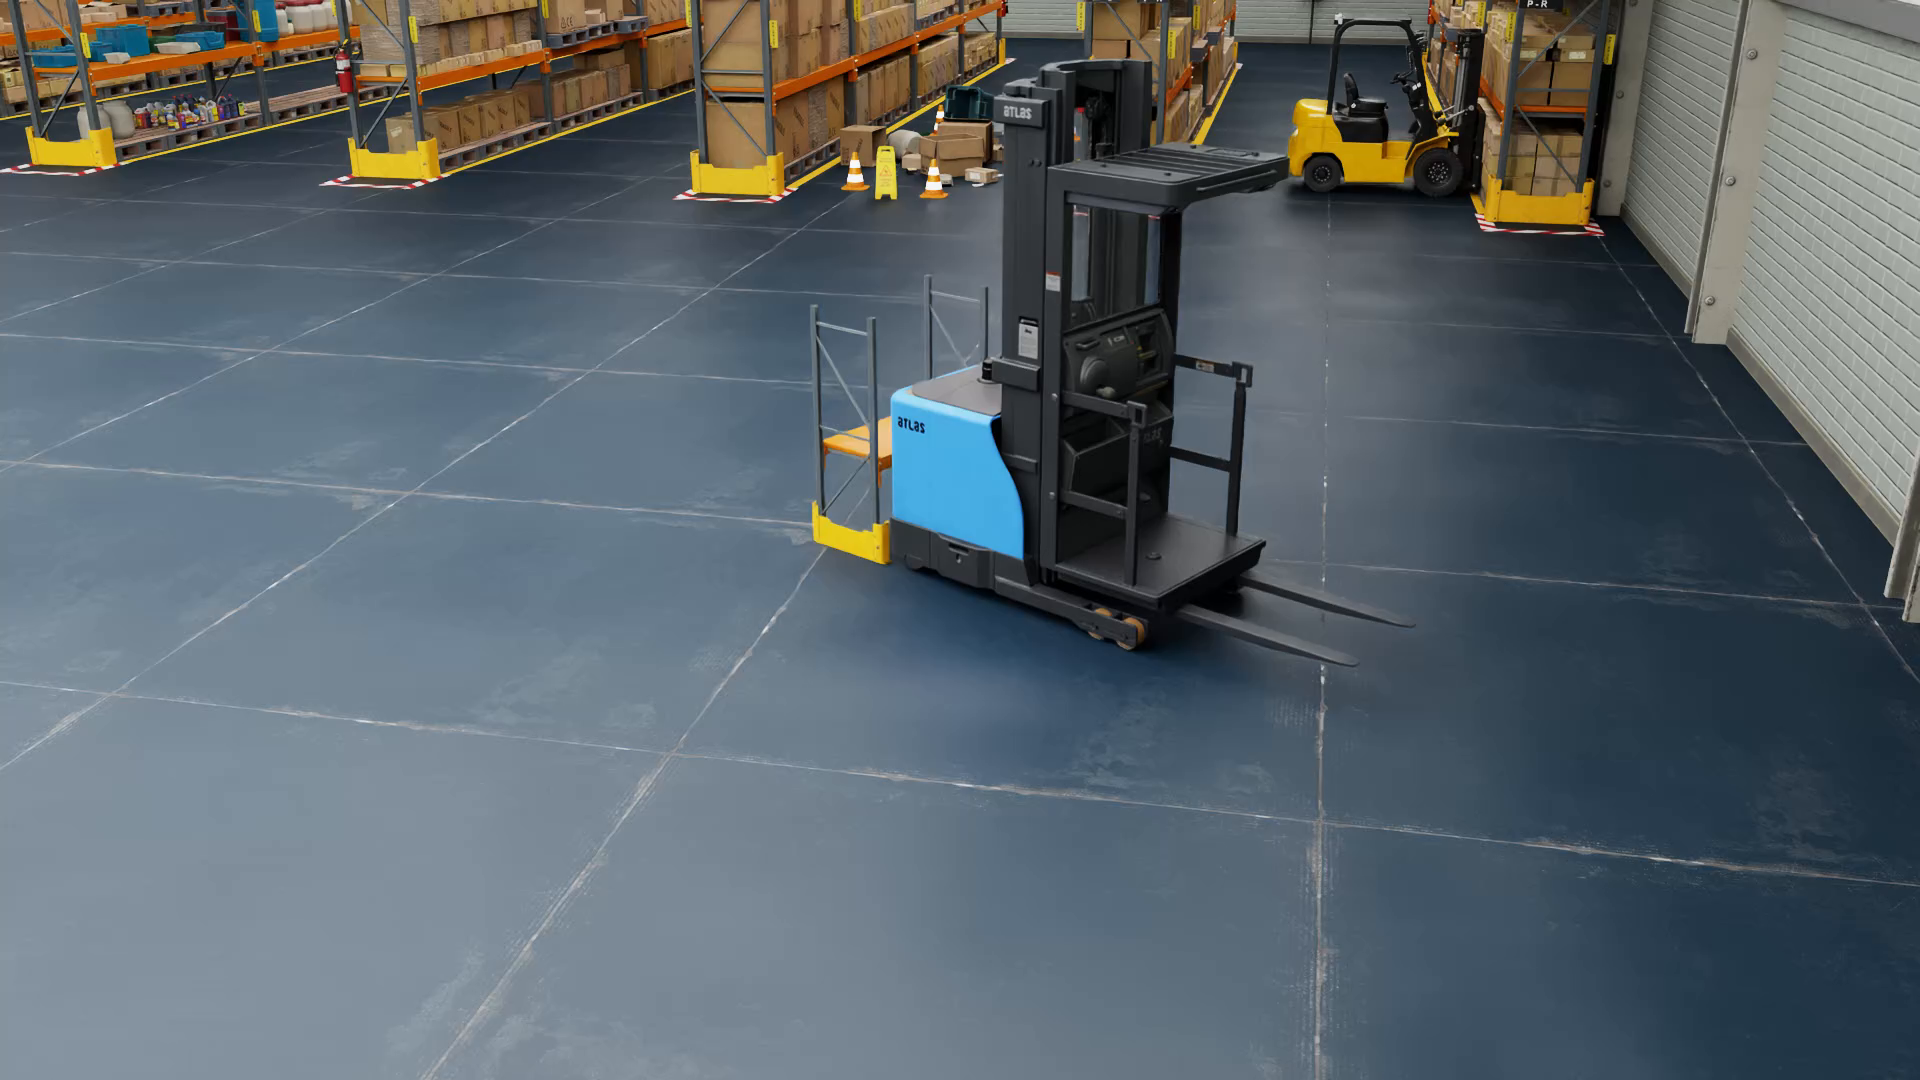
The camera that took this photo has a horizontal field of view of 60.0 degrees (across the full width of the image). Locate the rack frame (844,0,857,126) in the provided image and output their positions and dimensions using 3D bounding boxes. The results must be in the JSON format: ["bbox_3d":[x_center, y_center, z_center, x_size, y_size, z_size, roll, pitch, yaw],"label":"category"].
[{"bbox_3d":[-2.051,-7.382,24.667,1.000,3.000,0.127,4,22,11],"label":"rack frame"}]

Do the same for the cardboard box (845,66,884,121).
[{"bbox_3d":[-1.812,-7.119,26.465,1.050,0.750,0.750,4,22,11],"label":"cardboard box"}]

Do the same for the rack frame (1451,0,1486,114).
[{"bbox_3d":[8.492,-8.127,26.518,1.000,3.000,0.127,4,22,11],"label":"rack frame"}]

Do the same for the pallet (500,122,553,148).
[{"bbox_3d":[-6.989,-6.255,25.602,1.003,0.211,1.213,4,22,11],"label":"pallet"}]

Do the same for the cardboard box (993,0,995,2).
[{"bbox_3d":[0.520,-11.425,35.043,0.380,0.149,0.250,4,22,11],"label":"cardboard box"}]

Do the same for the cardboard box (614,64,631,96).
[{"bbox_3d":[-6.187,-8.058,29.103,0.700,0.500,0.500,3,22,8],"label":"cardboard box"}]

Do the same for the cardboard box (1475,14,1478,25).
[{"bbox_3d":[7.588,-7.441,23.812,0.380,0.149,0.250,4,22,9],"label":"cardboard box"}]

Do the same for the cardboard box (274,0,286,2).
[{"bbox_3d":[-14.580,-11.691,35.234,0.500,0.500,0.500,5,22,12],"label":"cardboard box"}]

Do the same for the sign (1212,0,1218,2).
[{"bbox_3d":[4.165,-8.967,27.159,0.100,0.325,0.005,4,22,11],"label":"sign"}]

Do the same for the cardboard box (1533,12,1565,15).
[{"bbox_3d":[7.906,-7.010,22.343,0.380,0.149,0.250,5,22,11],"label":"cardboard box"}]

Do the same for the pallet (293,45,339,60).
[{"bbox_3d":[-14.563,-10.884,37.097,1.003,0.211,1.213,4,22,11],"label":"pallet"}]

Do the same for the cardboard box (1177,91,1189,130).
[{"bbox_3d":[2.957,-6.072,23.529,0.500,0.500,0.500,4,22,10],"label":"cardboard box"}]

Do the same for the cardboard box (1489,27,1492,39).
[{"bbox_3d":[7.153,-6.638,21.819,0.380,0.149,0.250,5,22,12],"label":"cardboard box"}]

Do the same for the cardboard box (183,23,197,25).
[{"bbox_3d":[-15.492,-10.348,33.784,0.500,0.250,0.500,5,22,11],"label":"cardboard box"}]

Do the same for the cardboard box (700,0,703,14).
[{"bbox_3d":[-5.189,-10.397,32.019,0.500,0.500,0.500,5,23,13],"label":"cardboard box"}]

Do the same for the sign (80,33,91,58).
[{"bbox_3d":[-12.013,-6.796,22.843,0.100,0.325,0.005,4,22,11],"label":"sign"}]

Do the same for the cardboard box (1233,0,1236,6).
[{"bbox_3d":[5.425,-11.280,34.212,0.500,0.500,0.500,5,22,11],"label":"cardboard box"}]

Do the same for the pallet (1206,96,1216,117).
[{"bbox_3d":[3.866,-7.493,28.677,1.003,0.211,1.213,4,22,11],"label":"pallet"}]

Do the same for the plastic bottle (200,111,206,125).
[{"bbox_3d":[-11.723,-6.530,25.710,0.097,0.201,0.097,0,22,0],"label":"plastic bottle"}]

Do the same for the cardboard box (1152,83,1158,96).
[{"bbox_3d":[2.271,-5.570,20.506,0.380,0.149,0.250,5,22,11],"label":"cardboard box"}]

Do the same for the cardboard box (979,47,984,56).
[{"bbox_3d":[0.272,-9.990,34.000,0.380,0.149,0.250,5,22,11],"label":"cardboard box"}]

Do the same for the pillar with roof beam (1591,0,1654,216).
[{"bbox_3d":[3.669,-8.498,19.409,9.100,9.000,0.400,4,22,11],"label":"pillar with roof beam"}]

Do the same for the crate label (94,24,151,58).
[{"bbox_3d":[-12.440,-7.422,24.719,0.502,0.435,0.616,4,22,11],"label":"crate label"}]

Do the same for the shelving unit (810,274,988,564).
[{"bbox_3d":[-0.347,-0.775,10.270,0.587,1.500,1.083,17,28,37],"label":"shelving unit"}]

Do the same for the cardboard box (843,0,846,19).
[{"bbox_3d":[-2.160,-7.820,24.109,0.875,0.550,0.550,4,22,11],"label":"cardboard box"}]

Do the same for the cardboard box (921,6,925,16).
[{"bbox_3d":[-0.837,-9.268,29.125,0.380,0.149,0.250,6,23,14],"label":"cardboard box"}]

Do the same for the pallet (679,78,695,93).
[{"bbox_3d":[-5.584,-8.694,31.657,1.003,0.211,1.213,4,22,11],"label":"pallet"}]

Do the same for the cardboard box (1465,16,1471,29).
[{"bbox_3d":[7.934,-7.773,25.170,0.500,0.250,0.500,4,22,10],"label":"cardboard box"}]

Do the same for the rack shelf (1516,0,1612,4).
[{"bbox_3d":[7.267,-6.991,20.644,1.077,0.370,4.000,4,22,11],"label":"rack shelf"}]

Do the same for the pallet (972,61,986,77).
[{"bbox_3d":[-0.070,-9.710,34.181,1.003,0.211,1.213,4,22,11],"label":"pallet"}]

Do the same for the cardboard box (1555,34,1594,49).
[{"bbox_3d":[7.137,-5.793,19.323,0.380,0.149,0.250,4,22,10],"label":"cardboard box"}]

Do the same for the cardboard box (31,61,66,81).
[{"bbox_3d":[-16.043,-8.237,29.159,0.500,0.311,0.500,4,22,9],"label":"cardboard box"}]

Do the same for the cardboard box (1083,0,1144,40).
[{"bbox_3d":[1.890,-6.430,20.434,0.700,0.500,0.500,4,22,10],"label":"cardboard box"}]

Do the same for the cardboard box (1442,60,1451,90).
[{"bbox_3d":[8.890,-8.270,29.657,0.500,0.500,0.500,4,22,10],"label":"cardboard box"}]

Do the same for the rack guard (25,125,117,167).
[{"bbox_3d":[-12.582,-5.583,23.548,1.175,0.500,0.348,4,22,11],"label":"rack guard"}]

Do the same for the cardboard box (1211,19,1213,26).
[{"bbox_3d":[3.978,-8.595,27.879,0.500,0.250,0.500,4,22,10],"label":"cardboard box"}]

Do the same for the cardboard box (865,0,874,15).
[{"bbox_3d":[-1.749,-8.447,25.840,0.700,0.500,0.500,5,22,11],"label":"cardboard box"}]

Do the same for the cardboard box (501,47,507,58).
[{"bbox_3d":[-6.934,-7.220,24.603,0.380,0.149,0.250,4,22,11],"label":"cardboard box"}]

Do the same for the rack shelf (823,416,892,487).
[{"bbox_3d":[-0.353,-0.605,10.331,0.538,0.185,1.000,17,28,37],"label":"rack shelf"}]

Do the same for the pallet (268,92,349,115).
[{"bbox_3d":[-11.366,-7.619,28.988,1.003,0.211,1.213,4,22,11],"label":"pallet"}]

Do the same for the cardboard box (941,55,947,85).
[{"bbox_3d":[-0.537,-8.678,30.670,0.500,0.500,0.500,4,22,10],"label":"cardboard box"}]

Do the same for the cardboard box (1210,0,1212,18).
[{"bbox_3d":[3.811,-8.696,26.836,0.500,0.500,0.500,4,22,9],"label":"cardboard box"}]

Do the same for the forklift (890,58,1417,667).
[{"bbox_3d":[1.025,-0.995,8.902,3.031,2.935,1.130,18,28,38],"label":"forklift"}]

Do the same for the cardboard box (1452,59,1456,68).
[{"bbox_3d":[8.642,-8.146,28.481,0.380,0.149,0.250,3,22,8],"label":"cardboard box"}]

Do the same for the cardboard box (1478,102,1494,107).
[{"bbox_3d":[7.155,-5.708,22.292,0.500,0.250,0.500,4,22,11],"label":"cardboard box"}]

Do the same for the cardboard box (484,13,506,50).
[{"bbox_3d":[-7.178,-7.451,24.306,0.875,0.500,0.500,4,22,11],"label":"cardboard box"}]

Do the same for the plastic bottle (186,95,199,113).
[{"bbox_3d":[-12.165,-6.875,26.366,0.144,0.351,0.185,4,22,11],"label":"plastic bottle"}]

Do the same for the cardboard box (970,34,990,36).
[{"bbox_3d":[0.430,-10.618,35.161,0.380,0.149,0.250,5,22,12],"label":"cardboard box"}]

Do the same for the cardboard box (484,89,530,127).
[{"bbox_3d":[-7.007,-6.689,25.731,0.500,0.500,0.500,4,22,9],"label":"cardboard box"}]

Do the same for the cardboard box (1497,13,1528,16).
[{"bbox_3d":[7.372,-6.952,22.199,0.380,0.149,0.250,5,22,12],"label":"cardboard box"}]

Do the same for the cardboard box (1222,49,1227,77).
[{"bbox_3d":[4.681,-9.195,32.037,0.875,0.438,0.875,4,22,10],"label":"cardboard box"}]

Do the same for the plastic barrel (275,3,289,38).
[{"bbox_3d":[-11.325,-8.571,27.437,0.433,0.535,0.433,0,22,0],"label":"plastic barrel"}]
